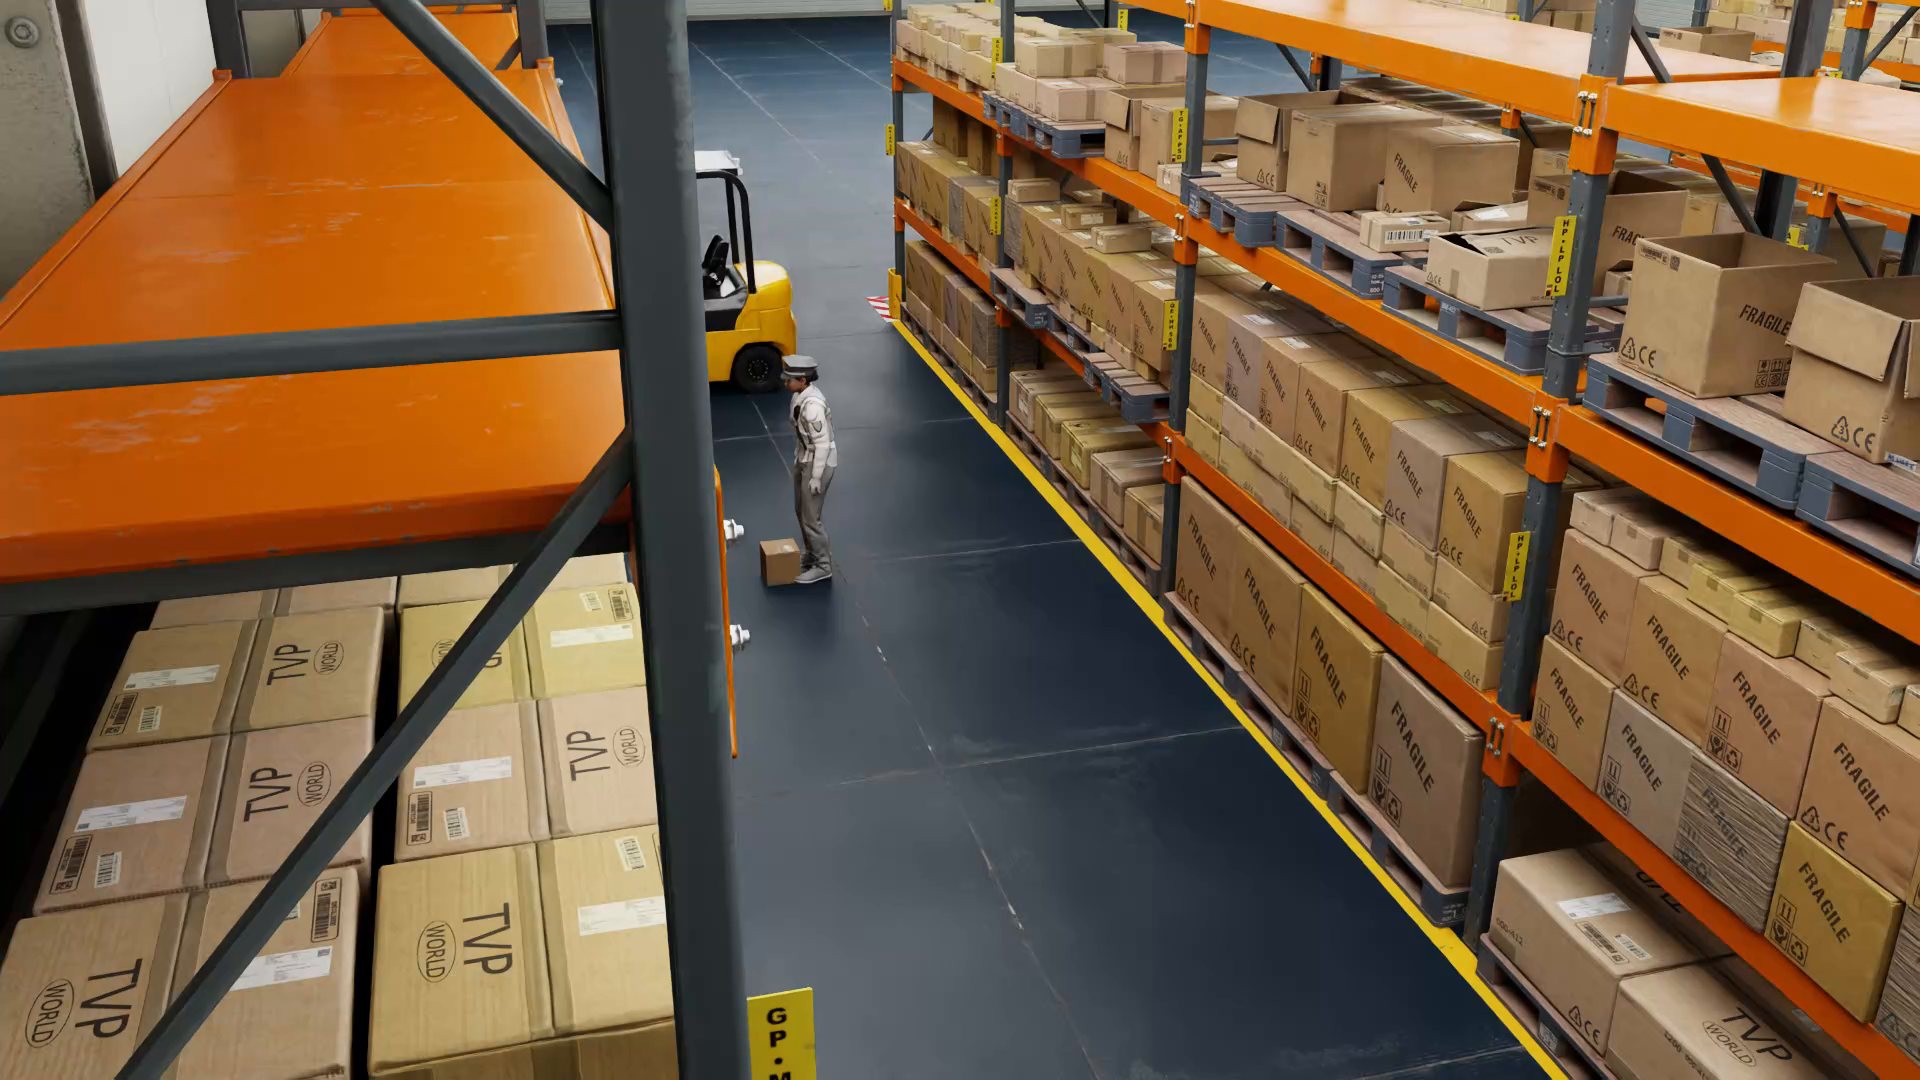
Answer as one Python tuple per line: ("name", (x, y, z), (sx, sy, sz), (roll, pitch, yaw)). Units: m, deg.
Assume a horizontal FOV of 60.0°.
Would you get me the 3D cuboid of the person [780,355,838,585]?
("person", (-1.070, -0.516, 11.849), (0.375, 1.662, 0.531), (-7, 24, -17))
